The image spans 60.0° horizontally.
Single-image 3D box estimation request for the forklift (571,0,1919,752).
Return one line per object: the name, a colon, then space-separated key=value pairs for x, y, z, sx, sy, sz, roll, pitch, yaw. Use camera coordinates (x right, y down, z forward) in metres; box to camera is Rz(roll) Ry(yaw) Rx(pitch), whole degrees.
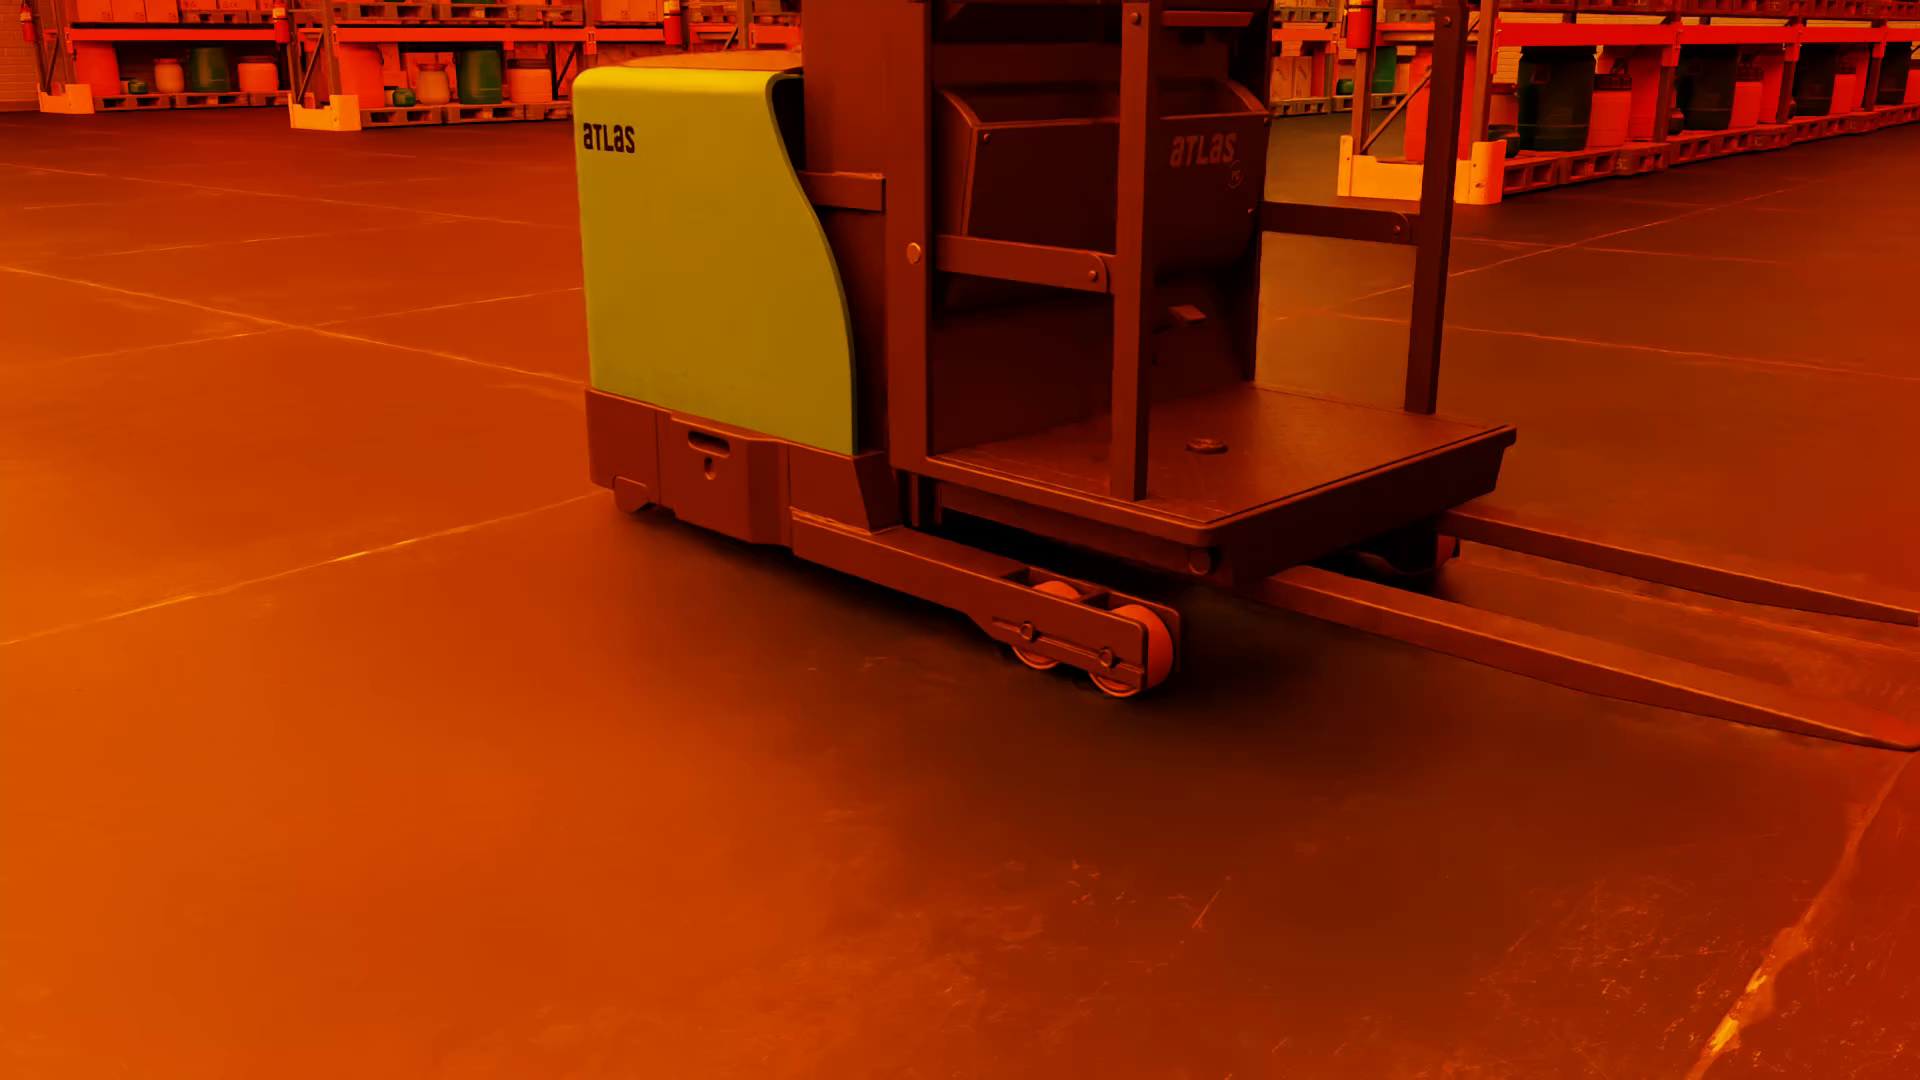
forklift: x=0.460 y=-1.287 z=3.136 sx=1.130 sy=2.935 sz=3.031 roll=-16 pitch=23 yaw=-42
